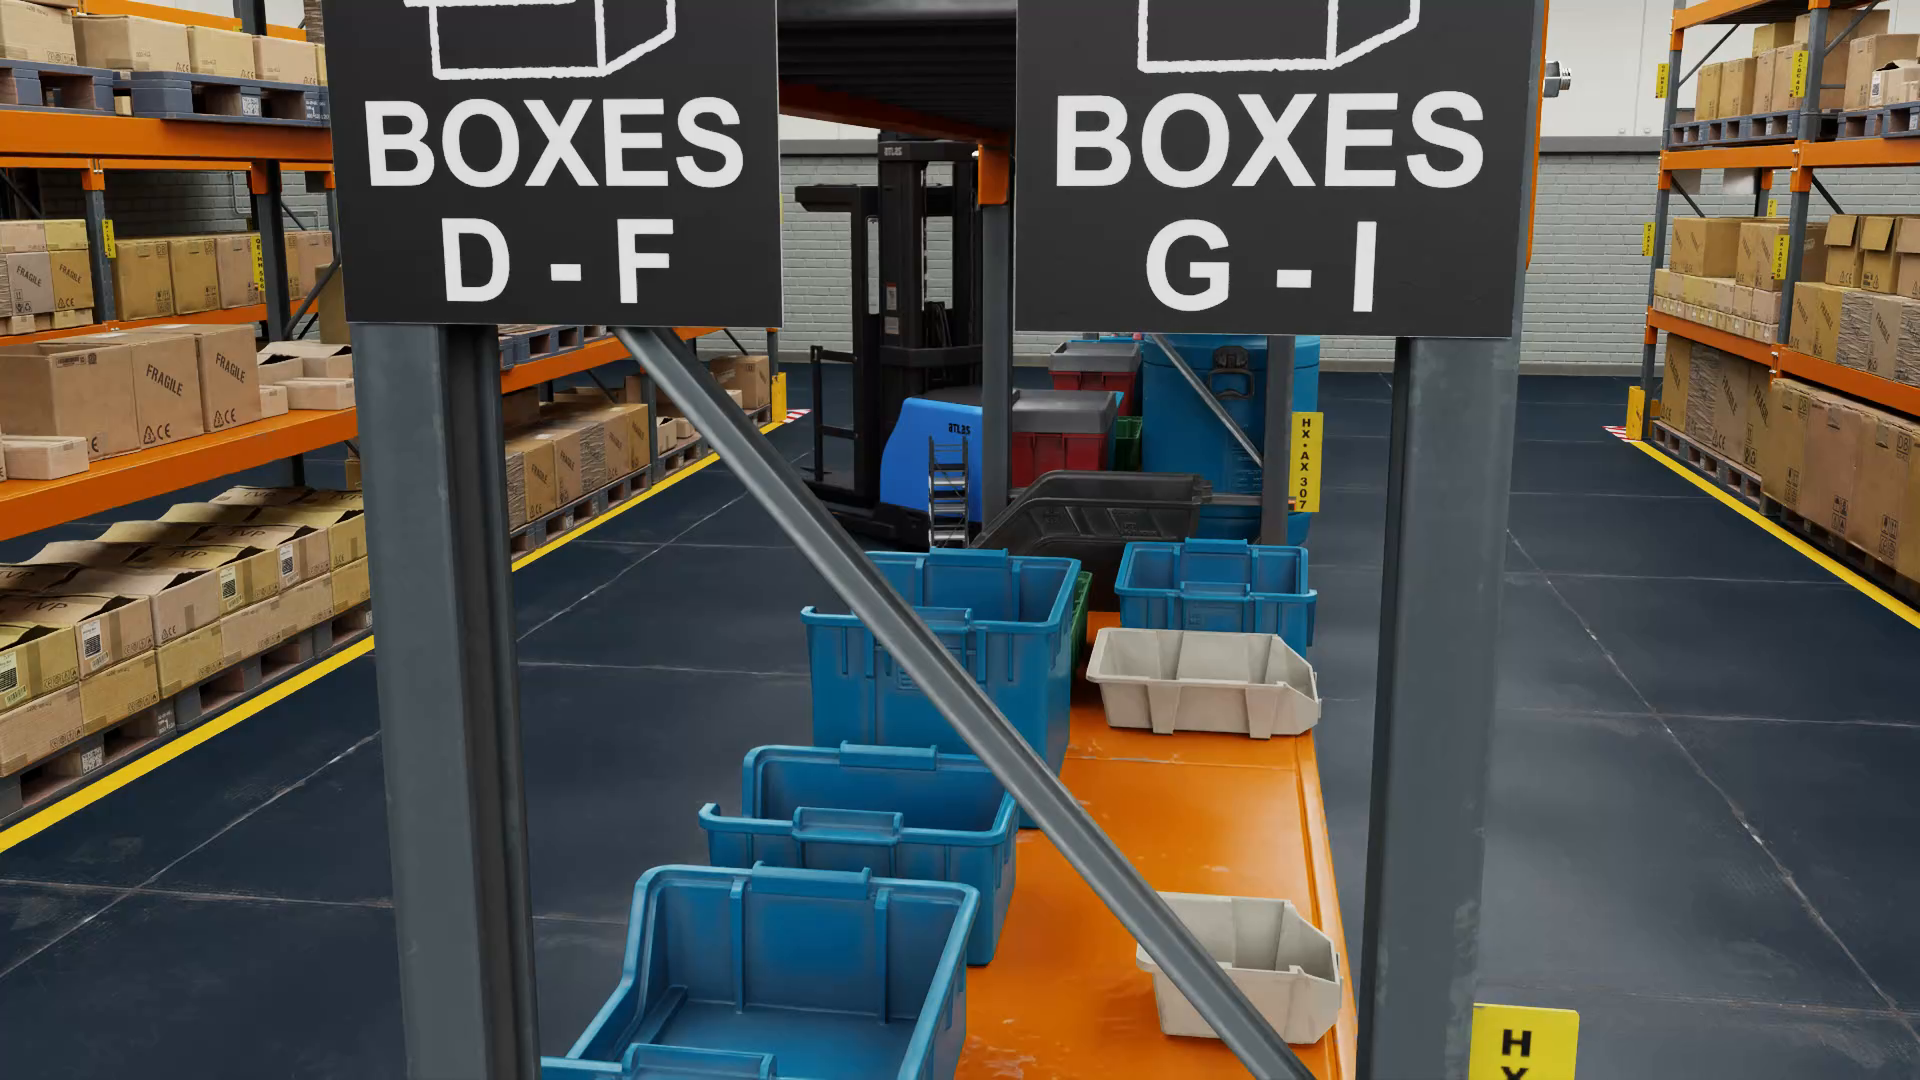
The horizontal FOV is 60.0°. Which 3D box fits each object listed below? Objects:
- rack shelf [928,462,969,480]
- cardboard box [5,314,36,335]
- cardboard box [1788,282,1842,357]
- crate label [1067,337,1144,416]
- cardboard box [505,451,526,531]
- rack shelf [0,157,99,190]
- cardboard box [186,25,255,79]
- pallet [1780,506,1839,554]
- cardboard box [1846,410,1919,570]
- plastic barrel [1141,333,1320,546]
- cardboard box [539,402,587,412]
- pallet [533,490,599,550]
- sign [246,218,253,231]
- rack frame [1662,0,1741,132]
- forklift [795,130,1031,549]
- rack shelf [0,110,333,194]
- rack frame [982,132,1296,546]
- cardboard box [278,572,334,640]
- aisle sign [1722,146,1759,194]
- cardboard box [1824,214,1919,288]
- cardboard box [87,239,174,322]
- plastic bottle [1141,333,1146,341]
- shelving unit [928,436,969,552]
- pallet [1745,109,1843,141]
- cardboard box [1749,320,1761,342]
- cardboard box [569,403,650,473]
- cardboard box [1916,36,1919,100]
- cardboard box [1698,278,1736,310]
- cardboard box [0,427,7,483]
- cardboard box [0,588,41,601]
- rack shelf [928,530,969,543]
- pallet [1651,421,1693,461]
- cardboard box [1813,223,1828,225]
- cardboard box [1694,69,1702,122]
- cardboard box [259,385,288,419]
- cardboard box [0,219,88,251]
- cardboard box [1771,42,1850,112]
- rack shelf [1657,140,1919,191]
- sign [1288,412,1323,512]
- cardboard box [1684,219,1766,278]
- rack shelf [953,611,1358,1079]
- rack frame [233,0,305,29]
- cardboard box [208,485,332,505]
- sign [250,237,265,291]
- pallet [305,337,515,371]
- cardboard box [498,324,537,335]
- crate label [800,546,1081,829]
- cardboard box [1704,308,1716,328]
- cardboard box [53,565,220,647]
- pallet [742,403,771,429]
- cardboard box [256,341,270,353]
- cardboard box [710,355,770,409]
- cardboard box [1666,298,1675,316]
[{"bbox_3d":[-0.075,-0.449,10.819,0.258,0.077,0.200,-1,12,-4],"label":"rack shelf"},{"bbox_3d":[-7.837,-1.768,13.626,0.380,0.149,0.250,2,12,9],"label":"cardboard box"},{"bbox_3d":[6.383,-1.603,12.074,0.500,0.500,0.500,2,12,9],"label":"cardboard box"},{"bbox_3d":[0.772,-0.789,8.449,0.502,0.435,0.616,2,12,9],"label":"crate label"},{"bbox_3d":[-3.275,-0.319,11.240,0.500,0.500,0.500,1,12,7],"label":"cardboard box"},{"bbox_3d":[-8.290,-2.821,12.553,1.077,0.370,4.000,2,12,9],"label":"rack shelf"},{"bbox_3d":[-3.878,-2.404,8.269,0.500,0.250,0.500,2,12,8],"label":"cardboard box"},{"bbox_3d":[6.657,-0.115,12.028,1.003,0.211,1.213,2,12,9],"label":"pallet"},{"bbox_3d":[6.357,-0.304,10.330,1.225,0.875,0.875,2,12,9],"label":"cardboard box"},{"bbox_3d":[0.935,-0.452,5.783,0.600,0.901,0.708,2,12,9],"label":"plastic barrel"},{"bbox_3d":[-3.402,-0.864,13.770,0.500,0.500,0.500,1,12,6],"label":"cardboard box"},{"bbox_3d":[-3.360,-0.175,12.305,1.003,0.211,1.213,2,12,9],"label":"pallet"},{"bbox_3d":[-7.915,-3.437,18.578,0.100,0.325,0.005,2,12,9],"label":"sign"},{"bbox_3d":[7.316,-5.407,15.723,1.000,3.000,0.127,2,12,9],"label":"rack frame"},{"bbox_3d":[-0.498,-1.544,12.201,1.130,2.935,3.031,-11,16,-42],"label":"forklift"},{"bbox_3d":[-4.010,-1.829,7.948,1.077,0.370,4.000,2,12,9],"label":"rack shelf"},{"bbox_3d":[0.577,-0.137,5.508,1.000,3.000,0.127,2,12,9],"label":"rack frame"},{"bbox_3d":[-3.698,0.338,8.837,0.500,0.250,0.500,2,12,10],"label":"cardboard box"},{"bbox_3d":[7.624,-3.750,16.105,0.394,0.787,0.004,2,12,9],"label":"aisle sign"},{"bbox_3d":[6.611,-2.048,11.757,0.797,0.503,0.637,2,12,7],"label":"cardboard box"},{"bbox_3d":[-7.883,-2.382,15.215,0.980,0.700,0.700,2,12,10],"label":"cardboard box"},{"bbox_3d":[1.249,-1.346,11.423,0.097,0.271,0.097,0,12,0],"label":"plastic bottle"},{"bbox_3d":[-0.075,-0.218,10.869,0.258,0.900,0.210,-1,12,-4],"label":"shelving unit"},{"bbox_3d":[6.837,-3.235,12.973,1.003,0.211,1.213,2,12,9],"label":"pallet"},{"bbox_3d":[6.464,-1.647,13.110,0.380,0.149,0.250,2,12,10],"label":"cardboard box"},{"bbox_3d":[-2.880,-0.845,13.681,0.500,0.500,0.500,2,12,8],"label":"cardboard box"},{"bbox_3d":[6.379,-2.957,10.233,0.797,0.503,0.637,2,12,8],"label":"cardboard box"},{"bbox_3d":[6.746,-2.134,14.423,0.500,0.250,0.500,2,12,8],"label":"cardboard box"},{"bbox_3d":[-4.285,-0.329,6.754,0.500,0.250,0.500,3,12,12],"label":"cardboard box"},{"bbox_3d":[-4.465,0.365,7.381,0.500,0.311,0.500,2,12,10],"label":"cardboard box"},{"bbox_3d":[-0.075,-0.010,10.914,0.258,0.077,0.200,-1,12,-4],"label":"rack shelf"},{"bbox_3d":[7.270,-0.942,15.864,1.003,0.211,1.213,2,12,9],"label":"pallet"},{"bbox_3d":[7.111,-2.274,13.295,0.500,0.500,0.500,2,12,9],"label":"cardboard box"},{"bbox_3d":[7.289,-4.134,15.463,0.700,0.500,0.500,1,12,5],"label":"cardboard box"},{"bbox_3d":[-3.843,-0.741,8.906,0.380,0.149,0.250,3,12,13],"label":"cardboard box"},{"bbox_3d":[-7.801,-2.588,14.113,0.500,0.250,0.500,2,12,10],"label":"cardboard box"},{"bbox_3d":[6.762,-3.576,12.875,0.700,0.500,0.500,1,12,5],"label":"cardboard box"},{"bbox_3d":[7.009,-3.173,14.183,1.077,0.370,4.000,2,12,9],"label":"rack shelf"},{"bbox_3d":[1.118,-0.252,5.386,0.100,0.325,0.005,2,12,9],"label":"sign"},{"bbox_3d":[6.825,-2.610,14.853,0.500,0.500,0.500,2,12,7],"label":"cardboard box"},{"bbox_3d":[0.269,0.631,3.652,1.077,0.370,4.000,2,12,9],"label":"rack shelf"},{"bbox_3d":[-7.367,-5.888,17.957,1.000,3.000,0.127,2,12,9],"label":"rack frame"},{"bbox_3d":[-4.073,-0.167,9.845,0.500,0.311,0.500,2,12,11],"label":"cardboard box"},{"bbox_3d":[-4.240,-1.674,10.079,0.100,0.325,0.005,2,12,9],"label":"sign"},{"bbox_3d":[-3.667,-1.180,10.806,1.213,0.211,1.003,2,12,9],"label":"pallet"},{"bbox_3d":[-3.387,-1.704,11.545,0.700,0.500,0.500,4,13,19],"label":"cardboard box"},{"bbox_3d":[-0.023,0.287,3.459,0.502,0.435,0.616,2,12,9],"label":"crate label"},{"bbox_3d":[6.662,-1.913,14.348,0.380,0.149,0.250,2,12,10],"label":"cardboard box"},{"bbox_3d":[-3.847,0.277,7.787,0.500,0.311,0.500,1,12,7],"label":"cardboard box"},{"bbox_3d":[-2.605,-1.251,17.298,1.003,0.211,1.213,2,12,9],"label":"pallet"},{"bbox_3d":[-7.254,-2.021,17.650,0.380,0.149,0.250,2,12,10],"label":"cardboard box"},{"bbox_3d":[-2.312,-1.668,17.502,0.500,0.500,0.500,2,12,9],"label":"cardboard box"},{"bbox_3d":[6.858,-2.182,15.592,0.380,0.149,0.250,2,12,7],"label":"cardboard box"}]
